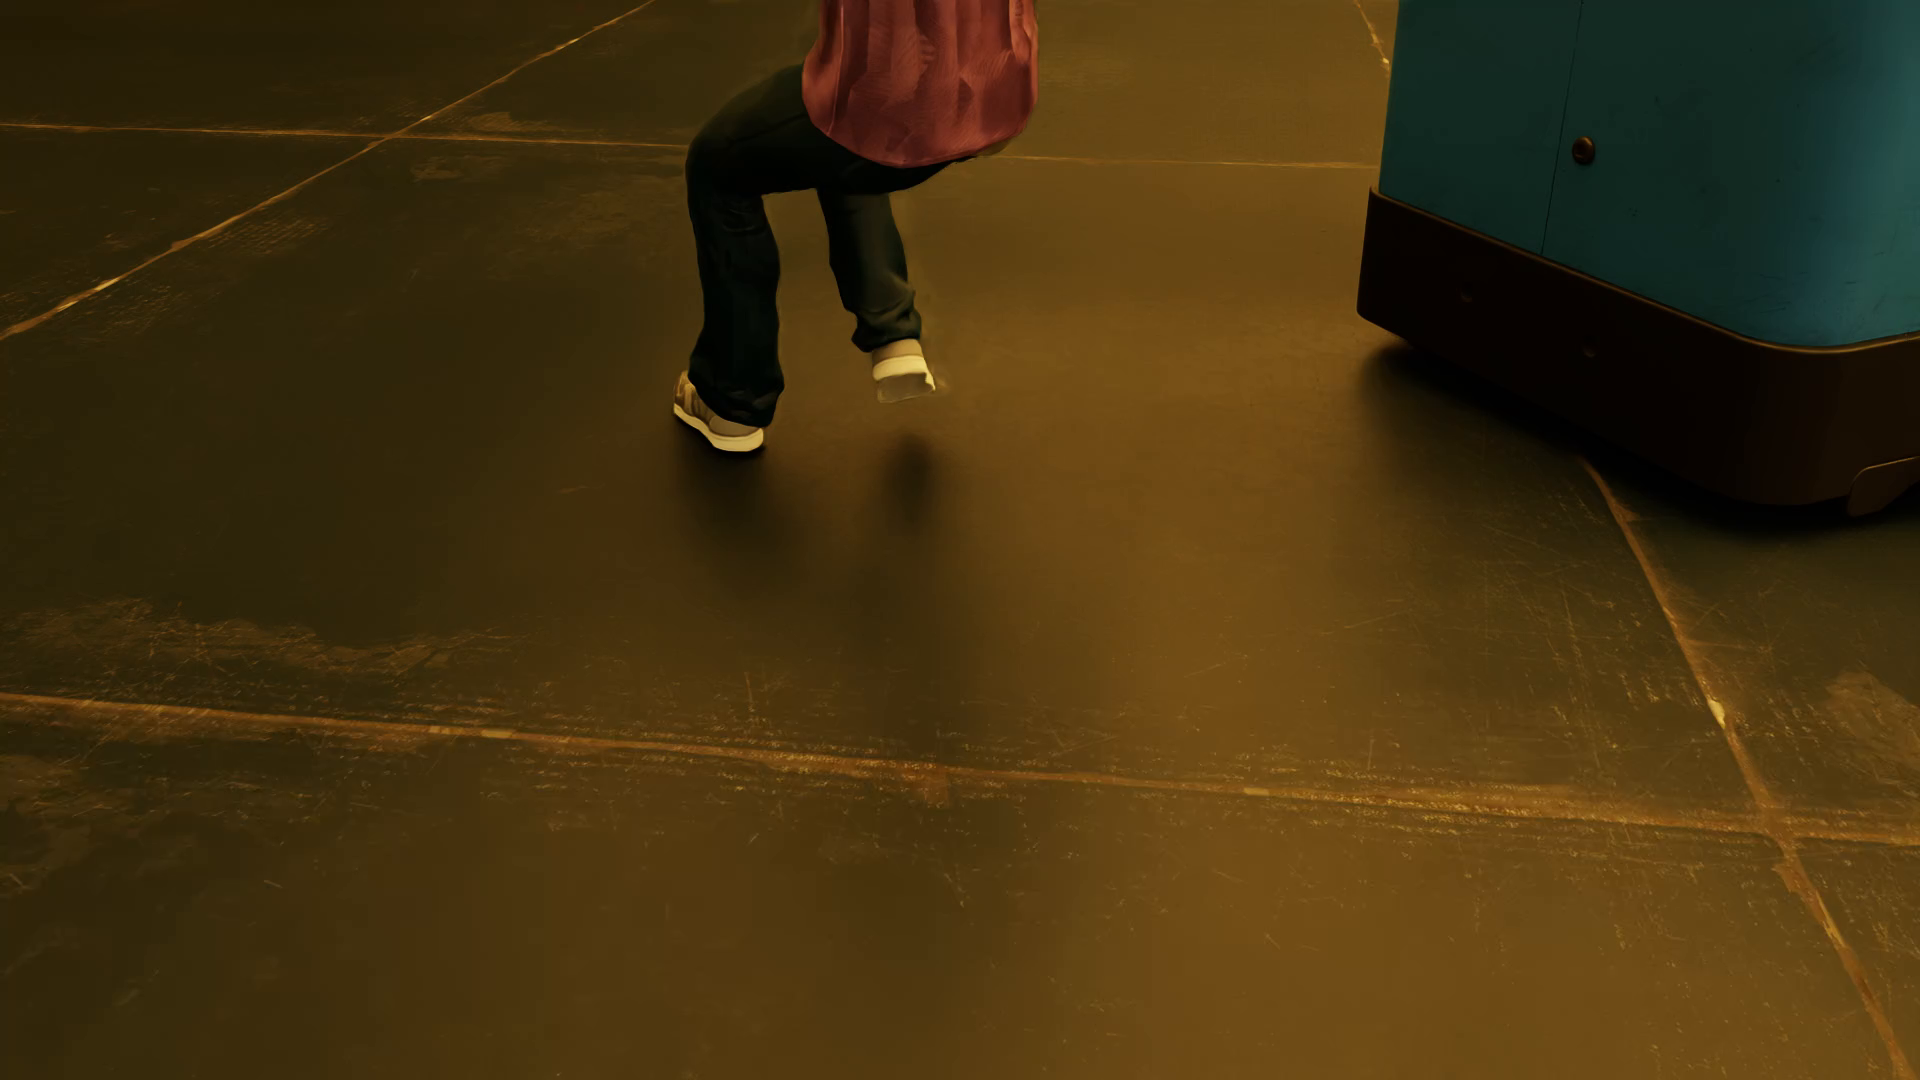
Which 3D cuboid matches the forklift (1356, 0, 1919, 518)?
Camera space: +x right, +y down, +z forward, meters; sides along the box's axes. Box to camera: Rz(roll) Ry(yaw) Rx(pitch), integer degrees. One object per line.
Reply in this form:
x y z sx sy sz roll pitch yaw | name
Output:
2.334 -1.766 2.757 3.031 2.935 1.130 -11 29 -21 | forklift

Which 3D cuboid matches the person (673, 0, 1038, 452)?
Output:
-0.209 -0.757 2.448 0.999 1.381 0.746 -23 34 -38 | person
